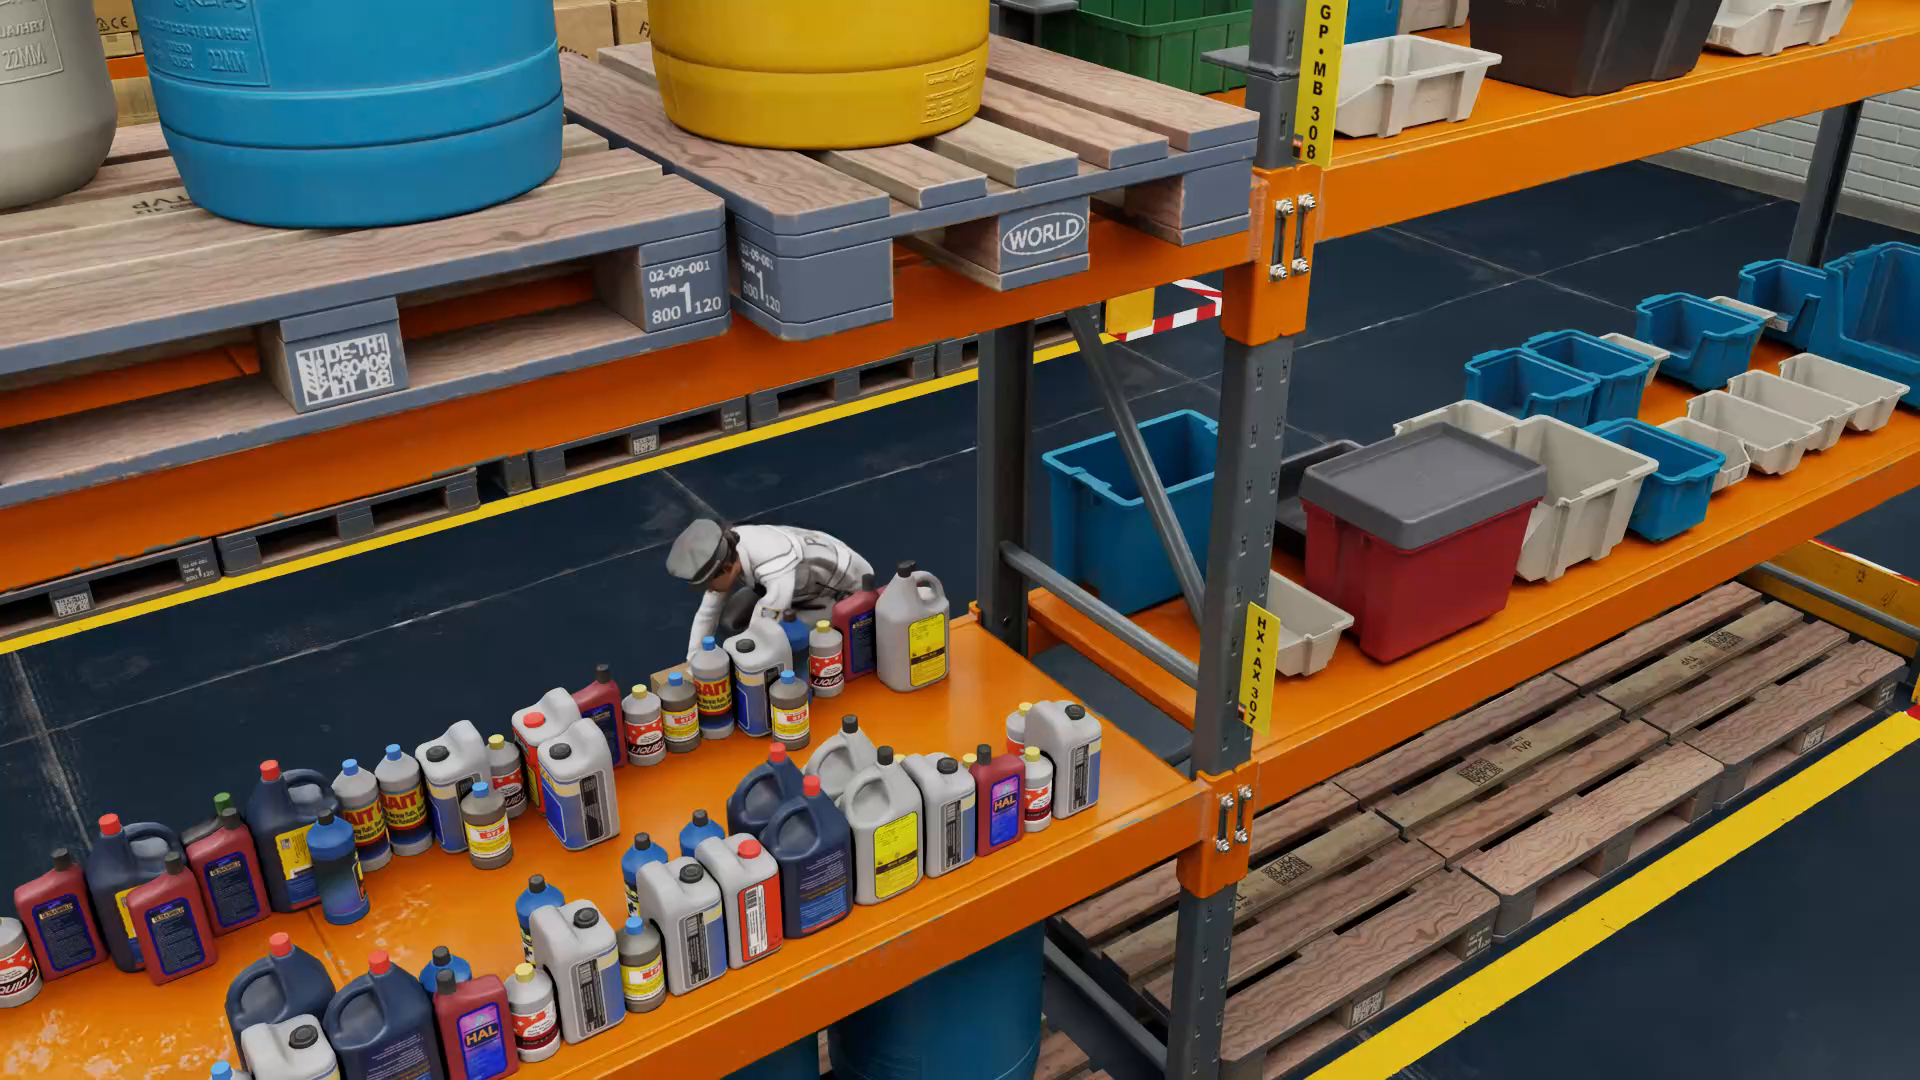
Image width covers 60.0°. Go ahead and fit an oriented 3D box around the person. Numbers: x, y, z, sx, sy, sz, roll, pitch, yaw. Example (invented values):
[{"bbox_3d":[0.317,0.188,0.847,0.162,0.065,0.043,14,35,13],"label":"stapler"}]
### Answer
[{"bbox_3d":[-0.726,0.265,6.415,0.846,0.928,0.477,-19,34,-31],"label":"person"}]
